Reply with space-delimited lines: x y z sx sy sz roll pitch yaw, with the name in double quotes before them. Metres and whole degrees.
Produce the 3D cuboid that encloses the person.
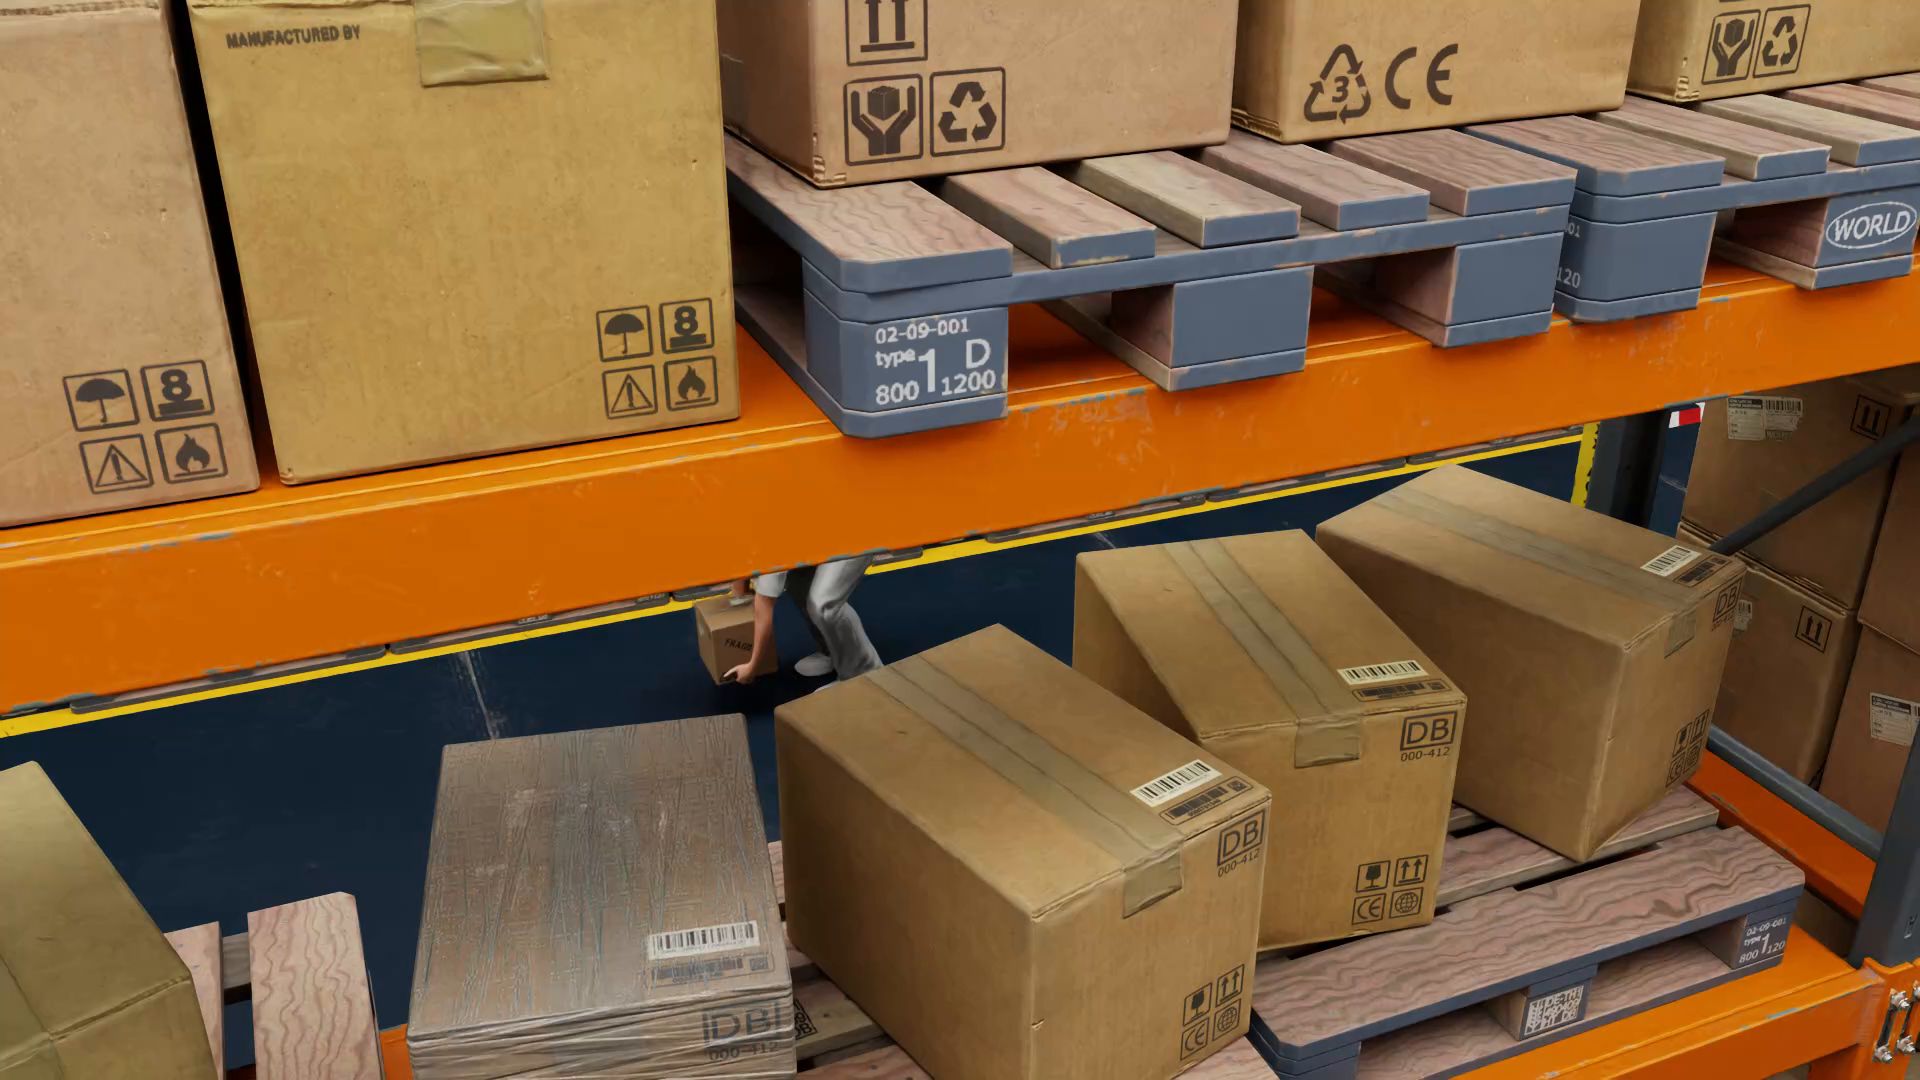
"person" -0.659 0.172 6.546 0.864 0.986 0.451 -12 28 -23
